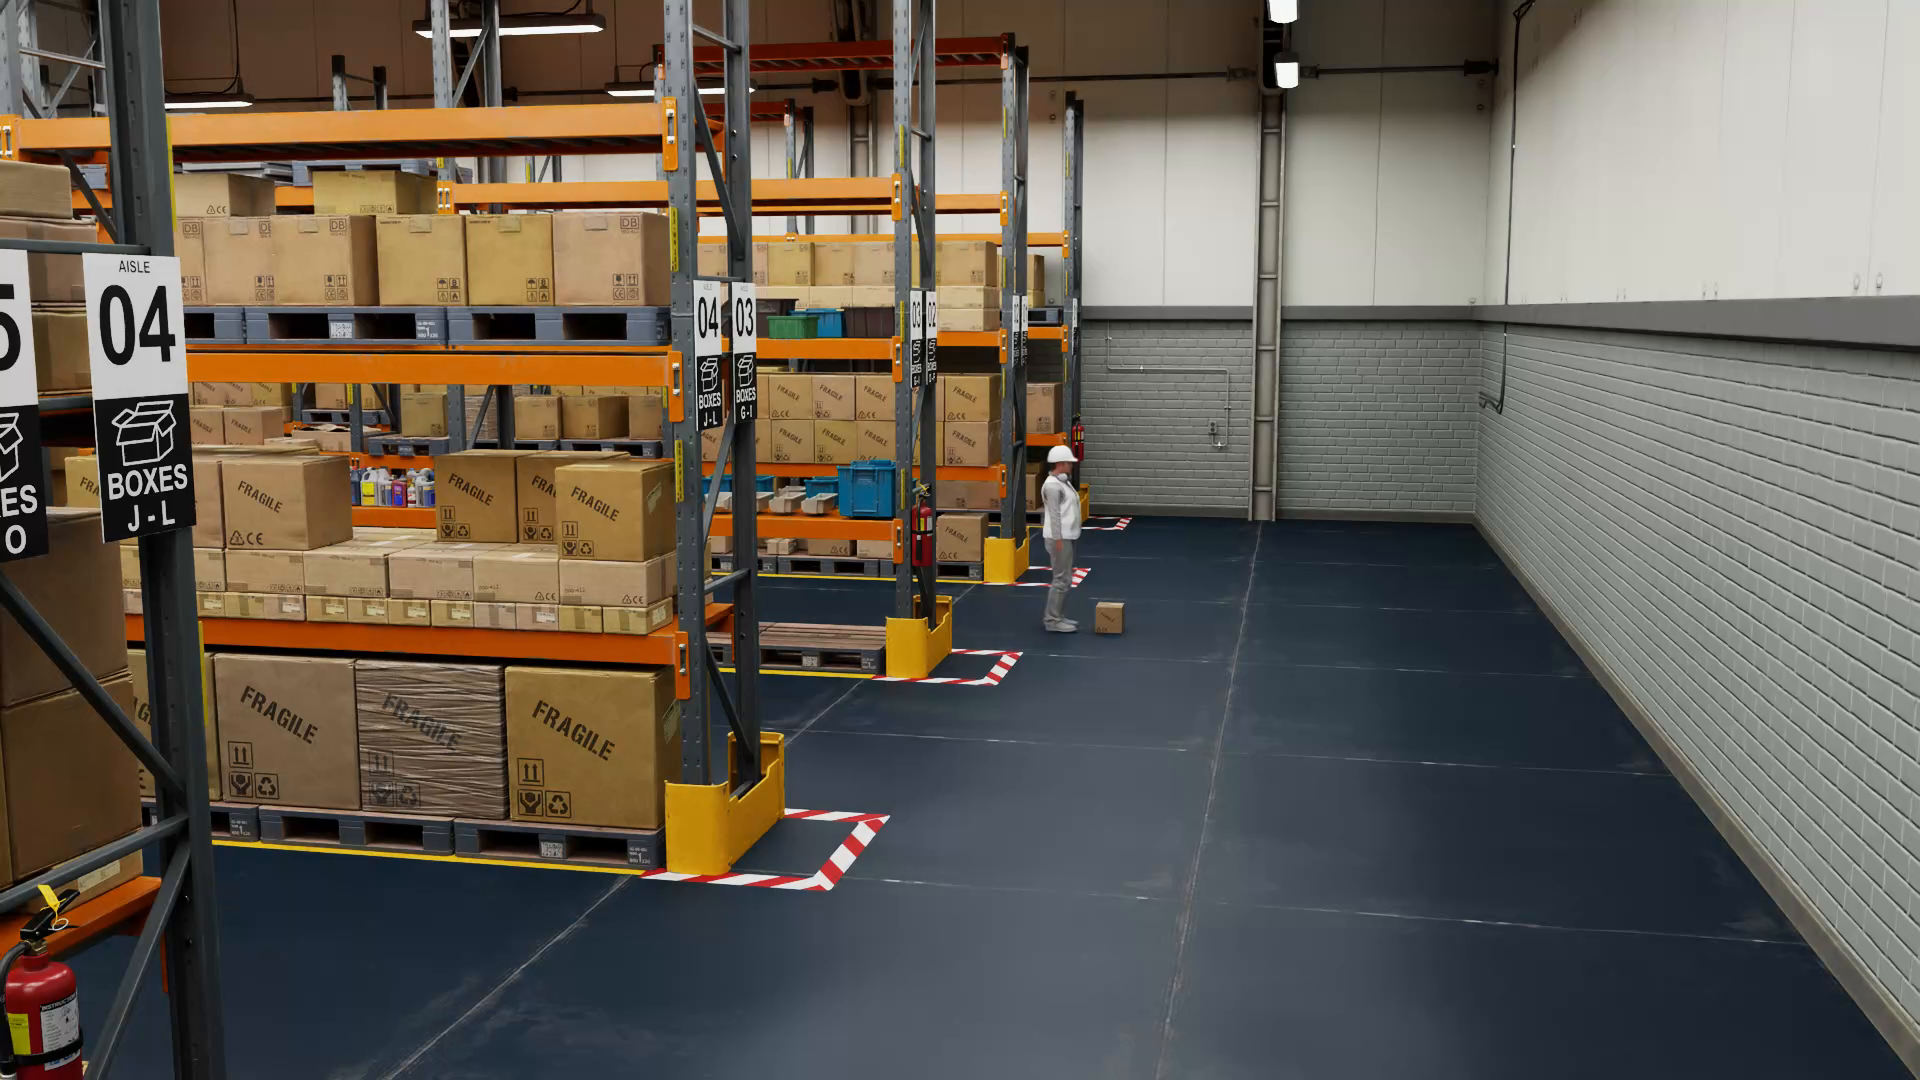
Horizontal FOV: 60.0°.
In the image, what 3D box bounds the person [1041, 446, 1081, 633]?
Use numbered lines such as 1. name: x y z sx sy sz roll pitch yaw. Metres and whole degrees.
1. person: 0.975 -0.020 15.892 0.360 1.767 0.533 2 8 12
